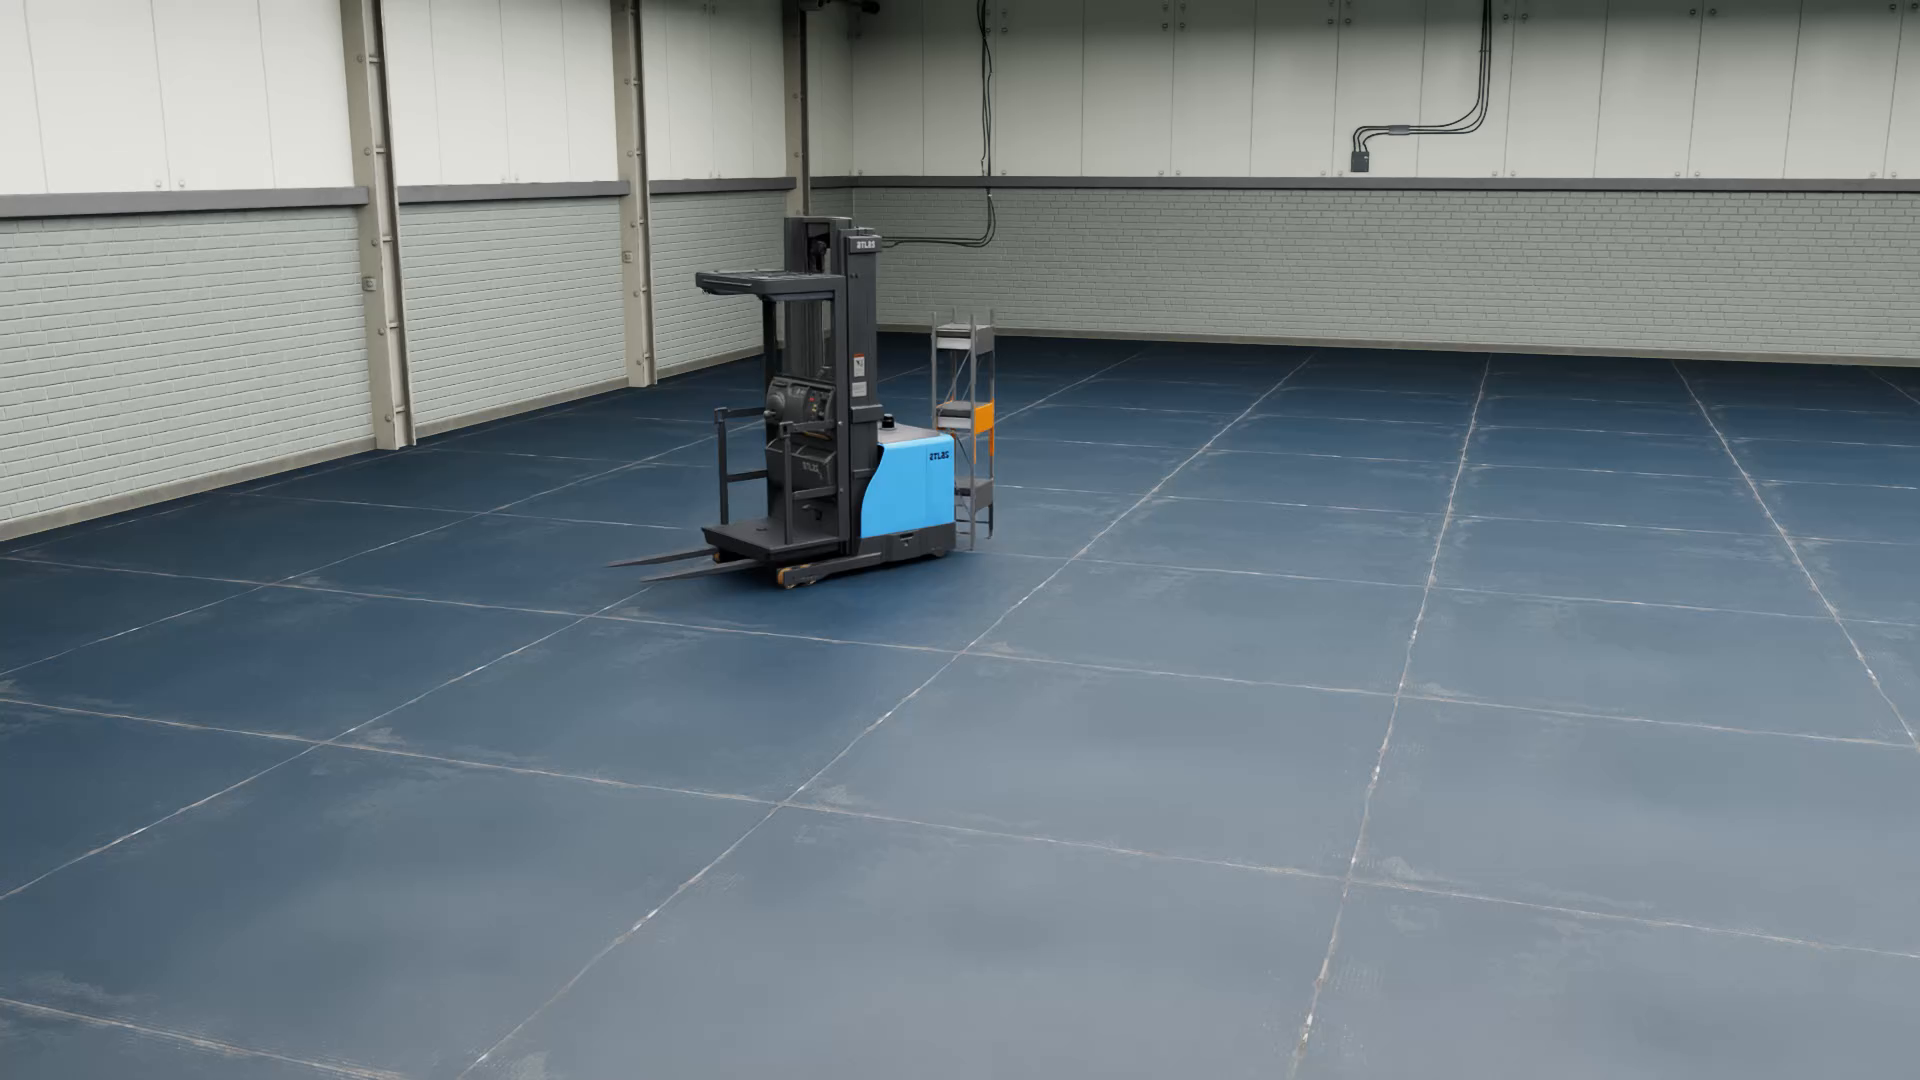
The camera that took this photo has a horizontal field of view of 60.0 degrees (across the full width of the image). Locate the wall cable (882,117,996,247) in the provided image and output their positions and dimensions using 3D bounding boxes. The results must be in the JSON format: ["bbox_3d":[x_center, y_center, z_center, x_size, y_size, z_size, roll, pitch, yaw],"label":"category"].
[{"bbox_3d":[-0.777,-7.061,32.941,3.097,2.526,0.112,4,14,18],"label":"wall cable"}]

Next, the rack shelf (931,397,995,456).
[{"bbox_3d":[0.028,-0.987,14.919,0.431,0.518,0.480,5,14,20],"label":"rack shelf"}]

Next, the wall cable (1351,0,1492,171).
[{"bbox_3d":[8.200,-9.546,29.207,2.305,6.003,0.169,4,14,18],"label":"wall cable"}]

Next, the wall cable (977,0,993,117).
[{"bbox_3d":[1.782,-9.328,31.525,3.097,2.526,0.112,4,14,18],"label":"wall cable"}]

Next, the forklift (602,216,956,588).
[{"bbox_3d":[-1.497,-1.166,13.774,3.031,2.935,1.130,-10,16,-38],"label":"forklift"}]

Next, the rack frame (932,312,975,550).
[{"bbox_3d":[-0.060,-0.950,14.694,0.400,2.100,0.015,5,14,20],"label":"rack frame"}]

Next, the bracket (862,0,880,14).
[{"bbox_3d":[-1.745,-10.365,32.351,0.235,0.232,0.430,4,14,18],"label":"bracket"}]

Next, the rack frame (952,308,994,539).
[{"bbox_3d":[0.115,-1.051,15.138,0.400,2.100,0.015,5,14,20],"label":"rack frame"}]

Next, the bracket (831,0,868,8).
[{"bbox_3d":[-1.936,-10.241,31.806,0.076,0.066,3.189,4,14,18],"label":"bracket"}]

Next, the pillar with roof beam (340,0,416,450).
[{"bbox_3d":[-2.791,-5.213,17.867,9.100,9.000,0.400,4,14,18],"label":"pillar with roof beam"}]

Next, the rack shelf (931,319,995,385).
[{"bbox_3d":[0.028,-1.670,14.763,0.431,0.518,0.480,5,14,20],"label":"rack shelf"}]

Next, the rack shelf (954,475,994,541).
[{"bbox_3d":[0.028,-0.305,15.075,0.431,0.518,0.480,5,14,20],"label":"rack shelf"}]

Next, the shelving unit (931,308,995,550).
[{"bbox_3d":[0.028,-1.001,14.916,0.431,2.100,0.503,5,14,20],"label":"shelving unit"}]

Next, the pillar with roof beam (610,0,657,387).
[{"bbox_3d":[-0.850,-6.476,23.402,9.100,9.000,0.400,4,14,18],"label":"pillar with roof beam"}]

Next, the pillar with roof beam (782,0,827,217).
[{"bbox_3d":[1.092,-7.740,28.937,9.100,9.000,0.548,4,14,18],"label":"pillar with roof beam"}]

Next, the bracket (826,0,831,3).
[{"bbox_3d":[-2.512,-9.866,30.165,0.235,0.232,0.430,4,14,18],"label":"bracket"}]
